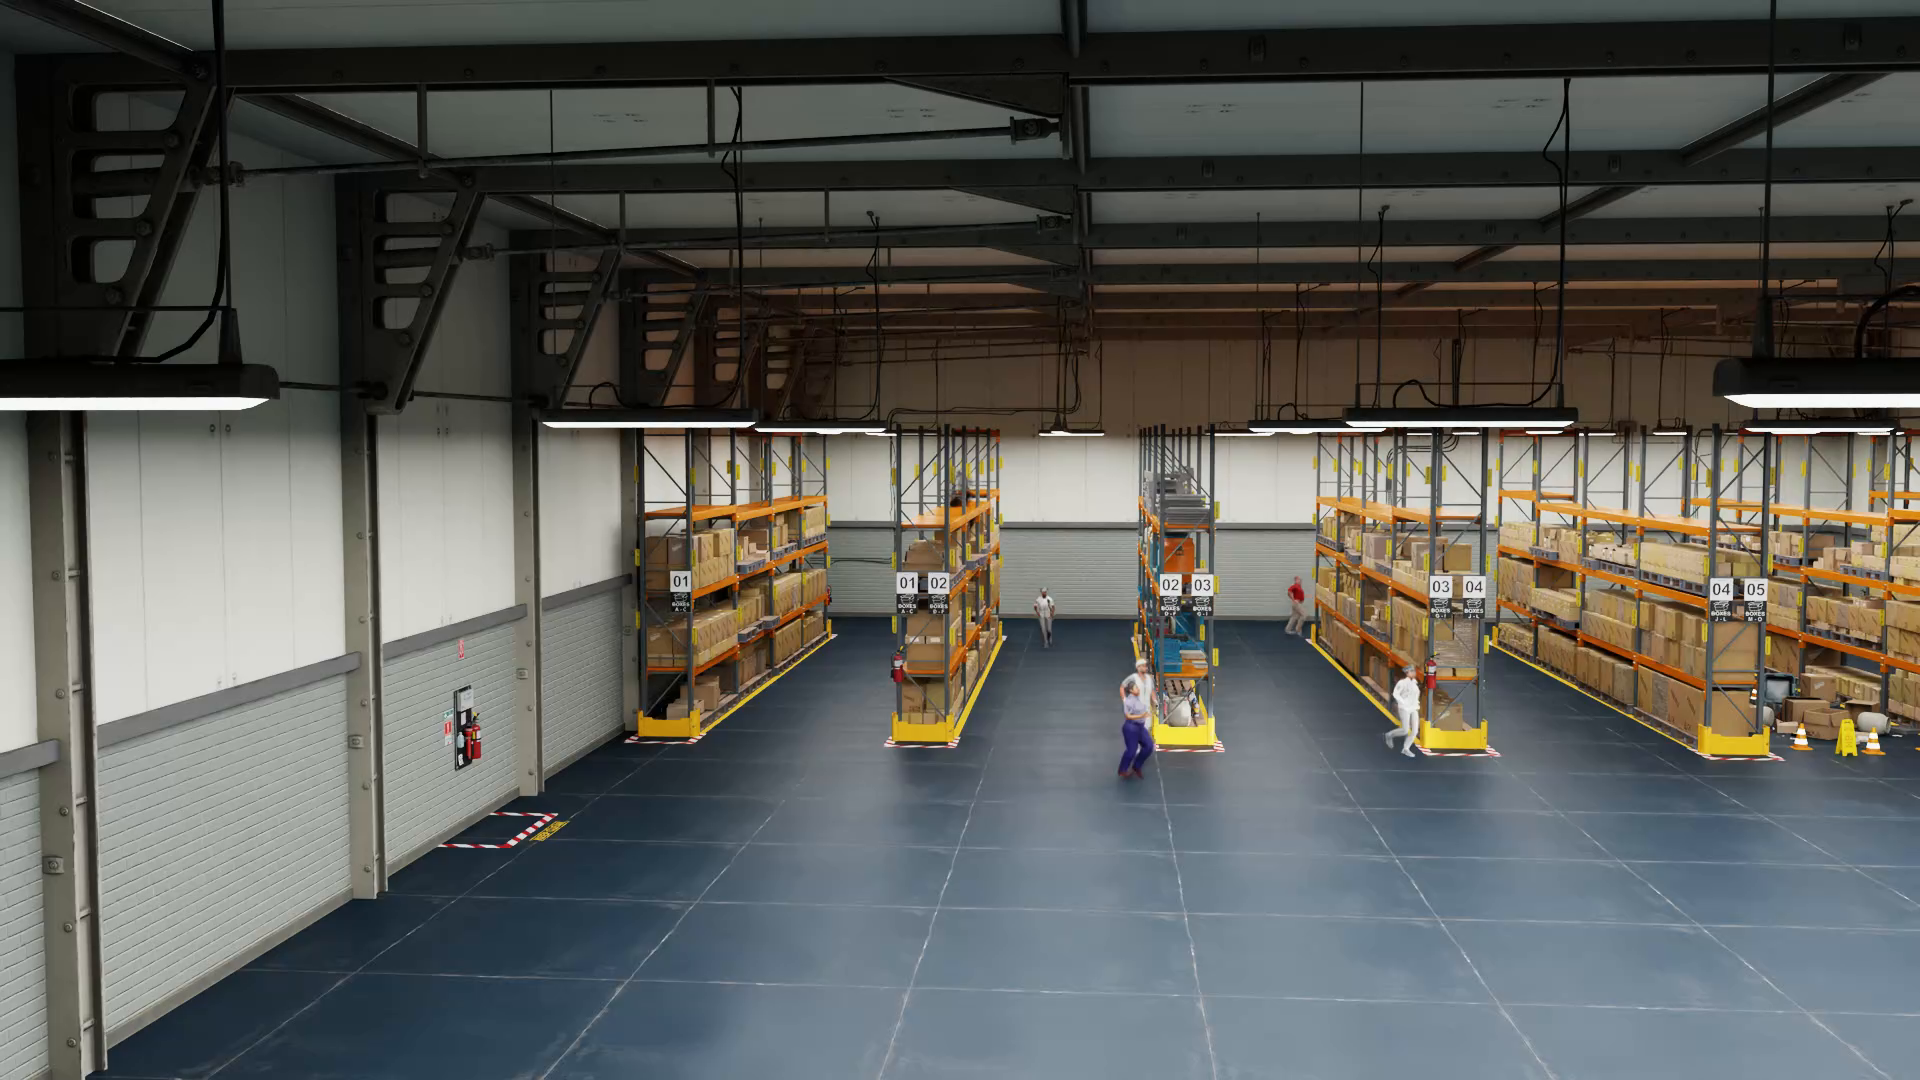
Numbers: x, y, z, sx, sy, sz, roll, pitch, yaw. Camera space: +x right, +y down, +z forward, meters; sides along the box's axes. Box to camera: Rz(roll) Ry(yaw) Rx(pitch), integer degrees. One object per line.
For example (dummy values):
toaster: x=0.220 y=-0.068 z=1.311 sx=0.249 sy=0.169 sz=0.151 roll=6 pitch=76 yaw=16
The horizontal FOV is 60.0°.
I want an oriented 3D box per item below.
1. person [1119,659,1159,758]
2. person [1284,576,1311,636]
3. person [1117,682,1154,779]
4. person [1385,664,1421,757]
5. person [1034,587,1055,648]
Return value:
person: x=3.256 y=3.033 z=30.075 sx=0.719 sy=1.745 sz=0.647 roll=-2 pitch=4 yaw=-25
person: x=9.834 y=1.939 z=48.393 sx=0.759 sy=1.780 sz=0.635 roll=1 pitch=4 yaw=14
person: x=2.967 y=3.216 z=27.954 sx=0.643 sy=1.662 sz=0.585 roll=2 pitch=4 yaw=32
person: x=8.101 y=3.066 z=30.211 sx=0.637 sy=1.667 sz=0.631 roll=-2 pitch=4 yaw=-30
person: x=2.318 y=2.116 z=45.798 sx=0.587 sy=1.675 sz=0.565 roll=0 pitch=3 yaw=3
